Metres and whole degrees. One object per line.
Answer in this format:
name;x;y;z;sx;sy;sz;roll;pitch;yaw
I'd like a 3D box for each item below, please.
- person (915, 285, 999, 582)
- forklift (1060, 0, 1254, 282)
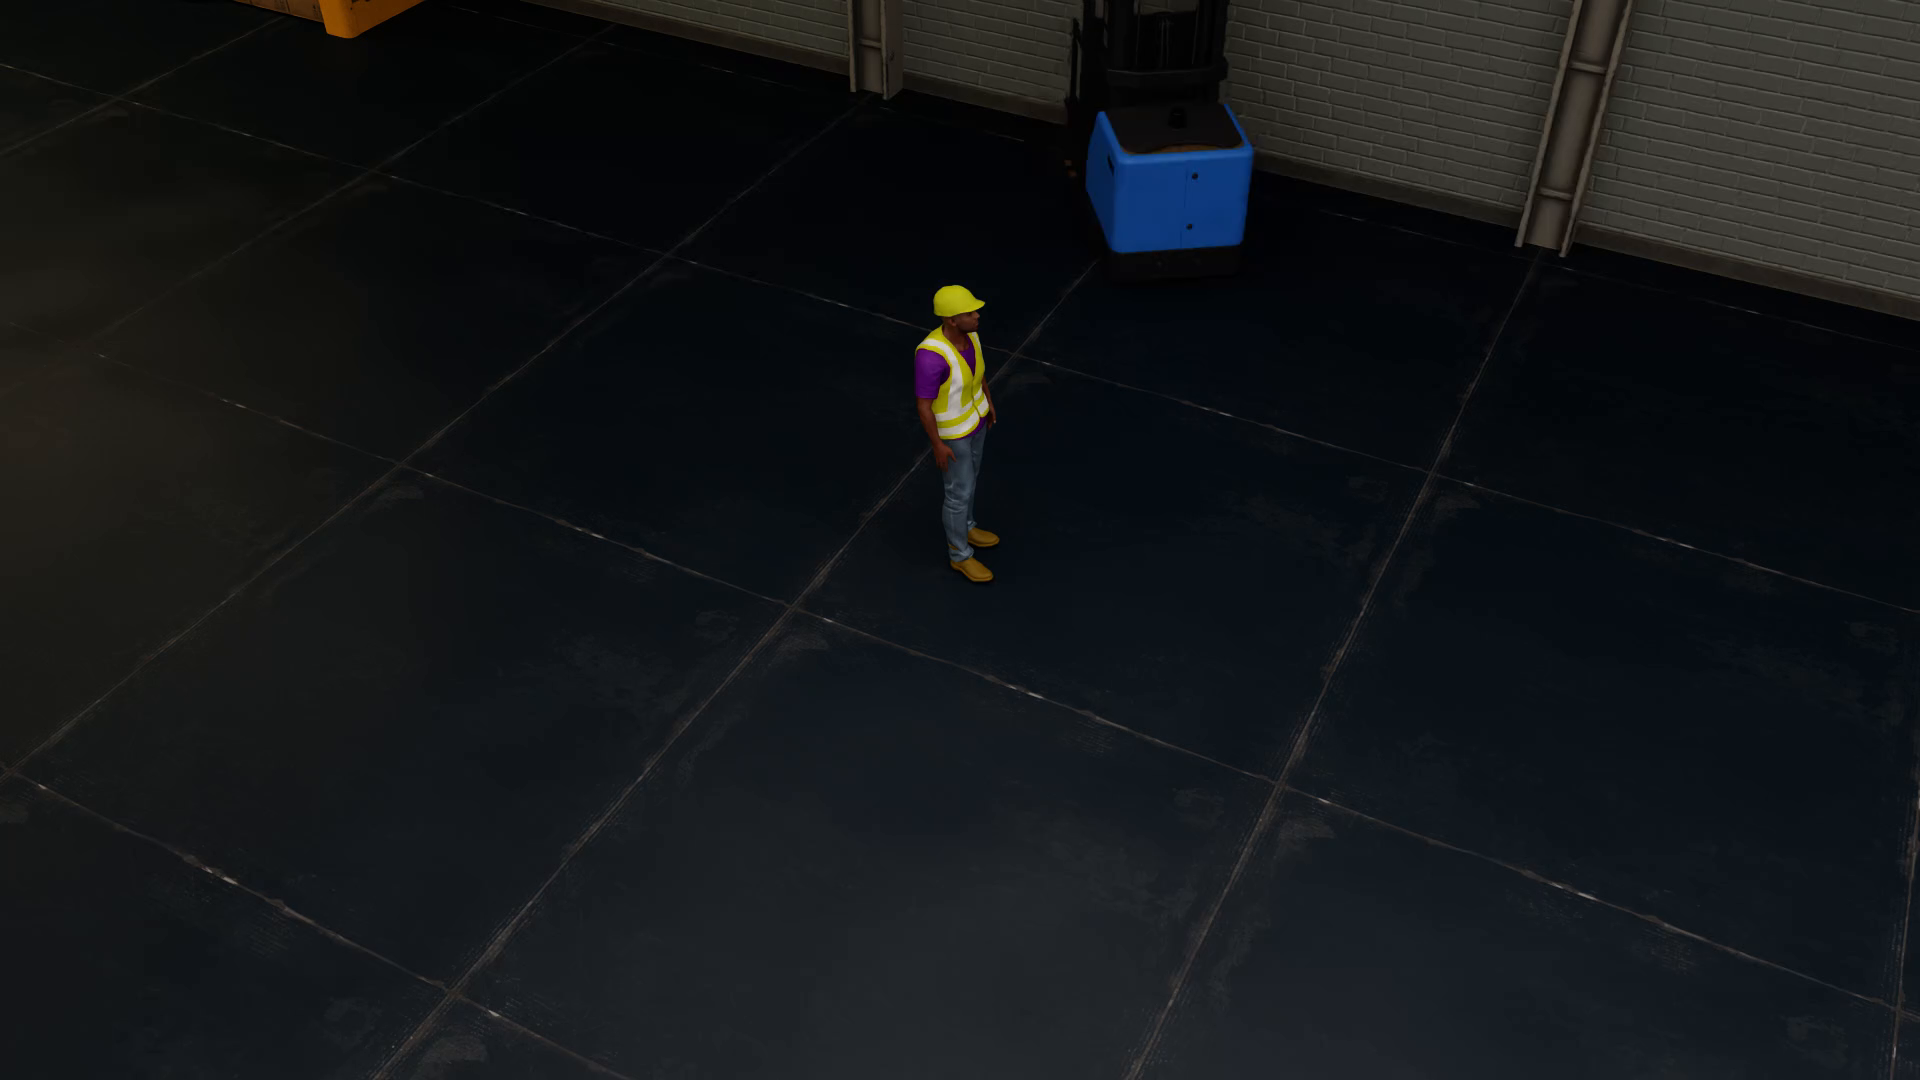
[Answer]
person;0.058;-0.657;9.659;0.577;1.765;0.665;18;43;21
forklift;1.432;-4.000;12.736;1.130;2.935;3.031;-5;40;-6
